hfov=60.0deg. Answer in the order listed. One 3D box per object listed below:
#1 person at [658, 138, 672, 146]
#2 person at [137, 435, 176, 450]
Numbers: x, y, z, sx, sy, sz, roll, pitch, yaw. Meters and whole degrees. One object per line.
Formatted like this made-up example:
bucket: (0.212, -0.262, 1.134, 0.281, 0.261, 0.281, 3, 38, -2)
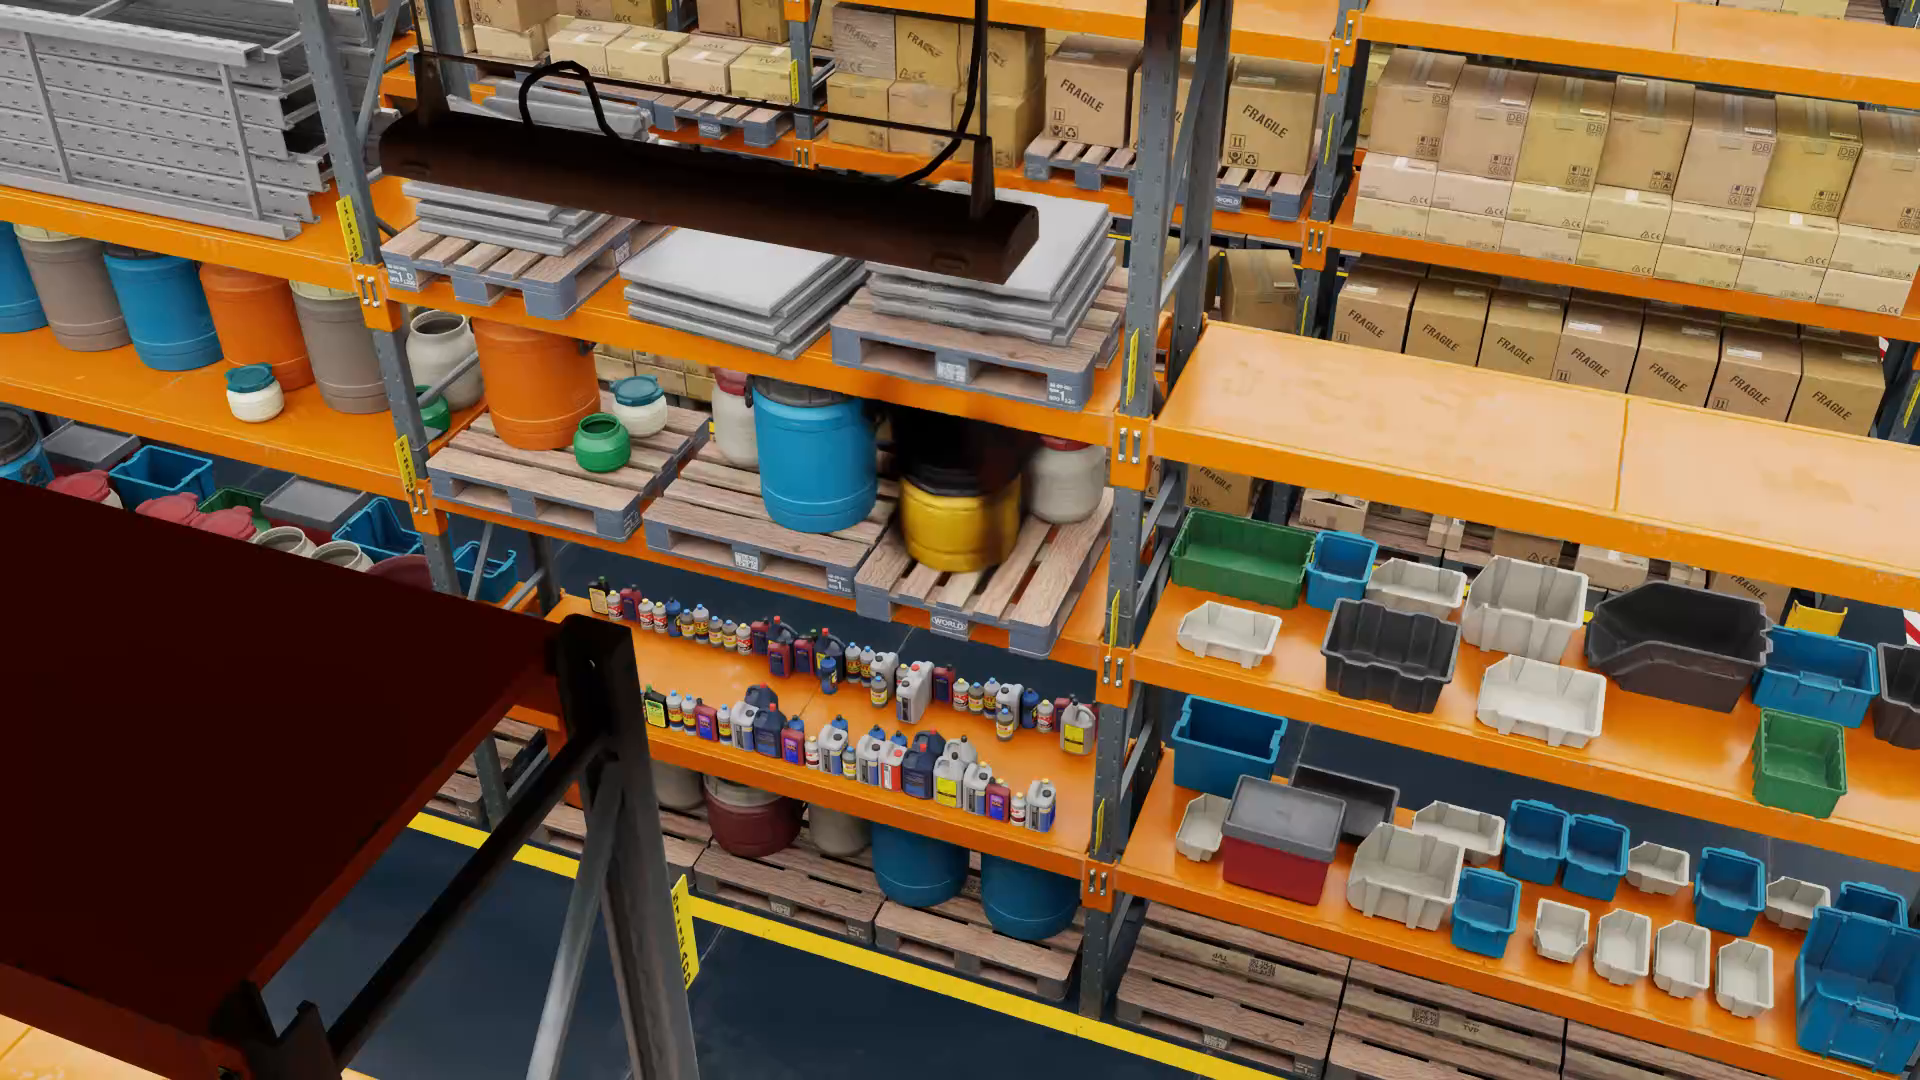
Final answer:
person: (-3.076, -3.581, 16.846, 0.652, 1.651, 0.582, 11, 38, 15)
person: (-6.352, -0.915, 13.125, 1.049, 1.794, 0.707, 14, 39, 18)
